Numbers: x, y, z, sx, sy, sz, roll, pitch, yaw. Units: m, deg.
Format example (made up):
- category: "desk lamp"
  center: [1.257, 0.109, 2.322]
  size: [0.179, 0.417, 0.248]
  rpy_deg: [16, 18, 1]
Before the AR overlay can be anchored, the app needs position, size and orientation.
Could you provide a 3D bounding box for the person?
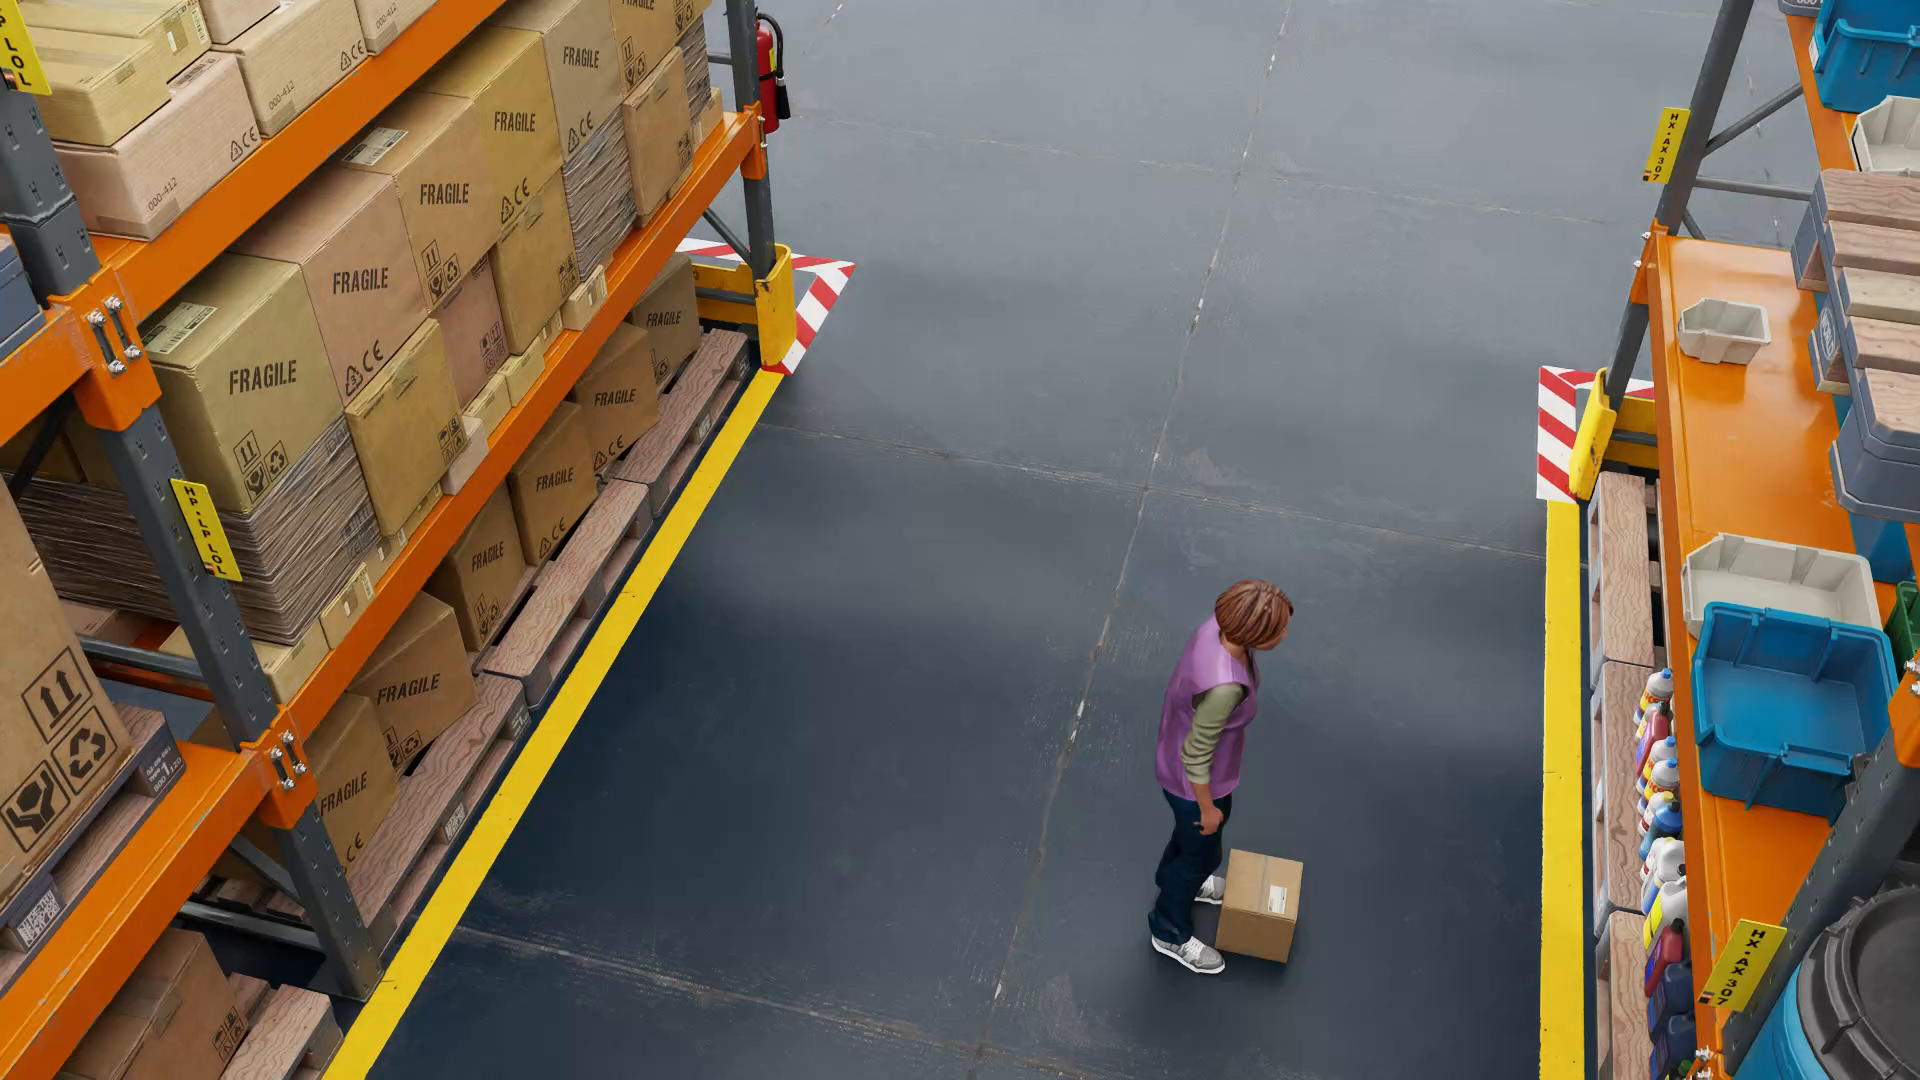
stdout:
- category: "person"
  center: [0.808, 0.773, 5.382]
  size: [0.332, 1.478, 0.465]
  rpy_deg: [10, 43, 11]
